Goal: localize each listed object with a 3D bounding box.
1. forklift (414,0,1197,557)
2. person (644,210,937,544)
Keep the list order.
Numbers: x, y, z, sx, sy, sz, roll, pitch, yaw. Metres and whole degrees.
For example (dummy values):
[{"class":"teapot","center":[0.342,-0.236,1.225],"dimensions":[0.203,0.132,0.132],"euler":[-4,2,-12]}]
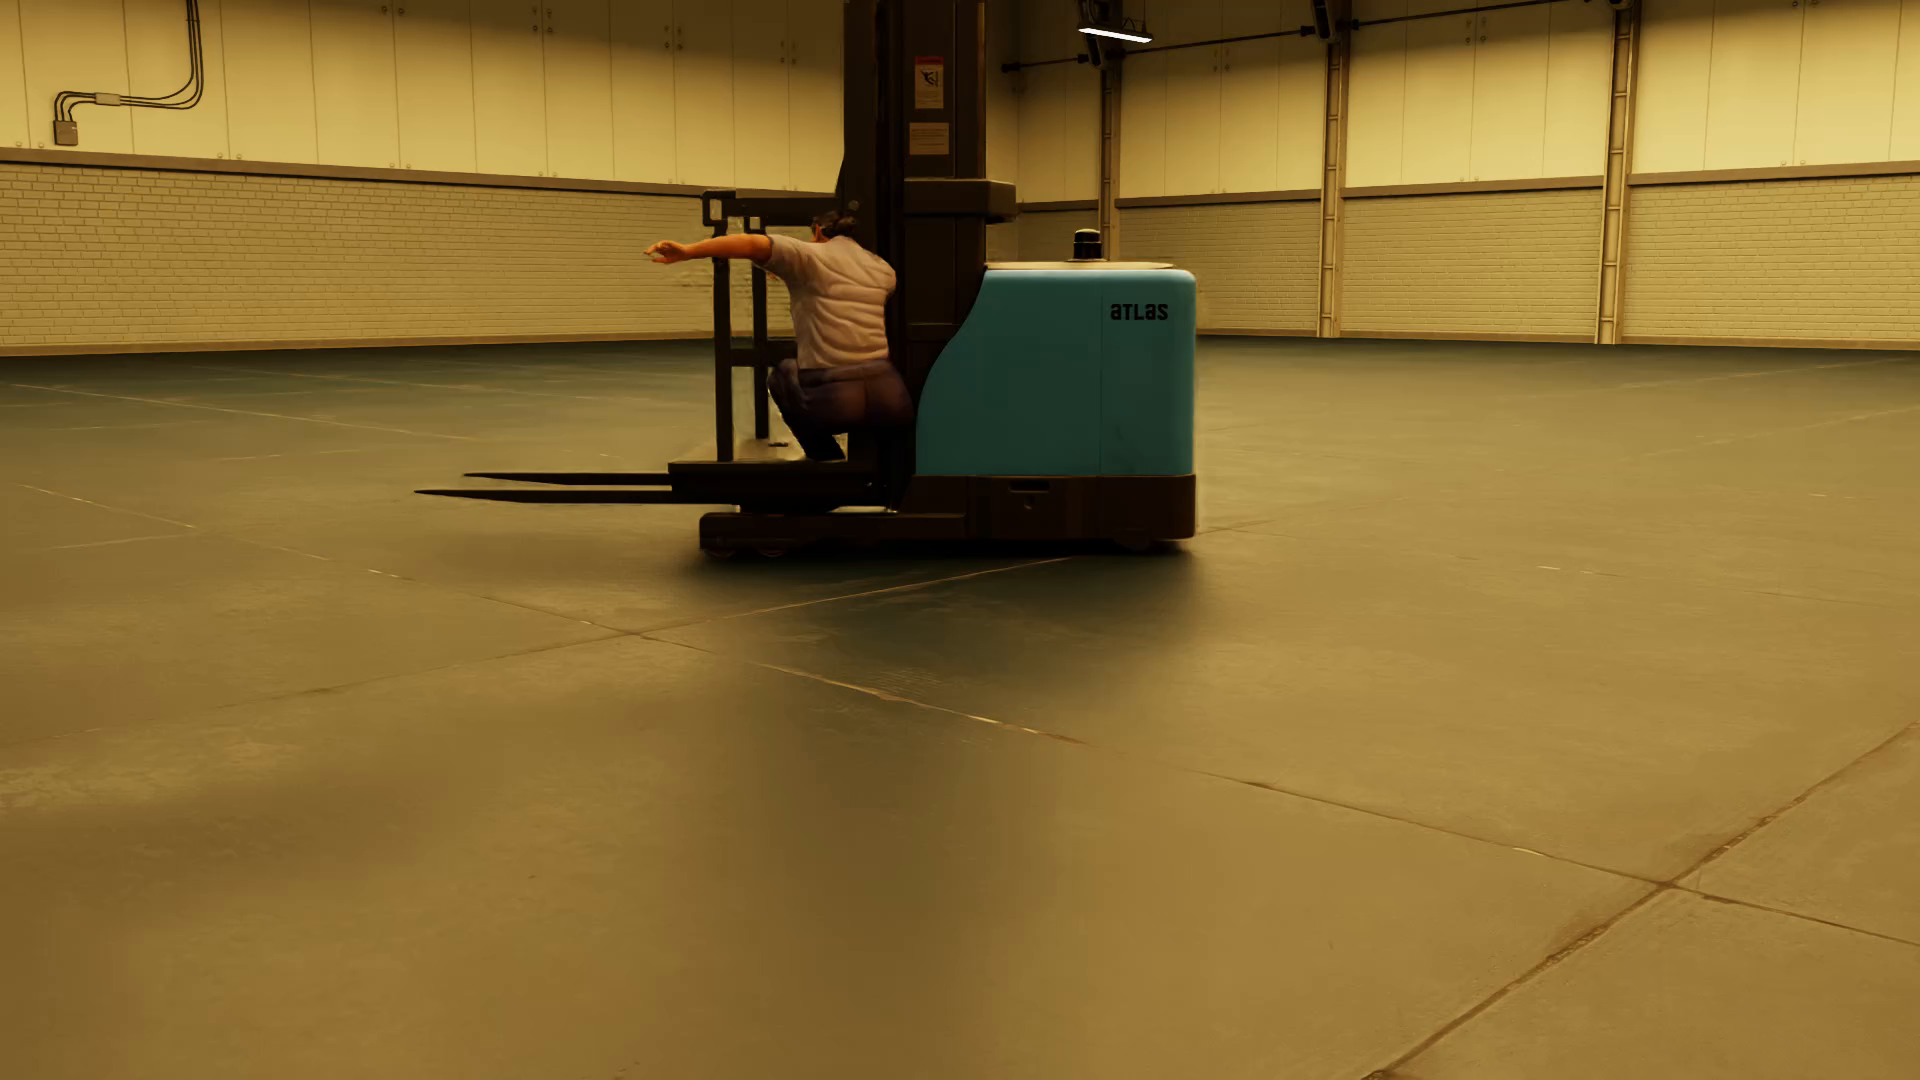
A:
[{"class":"forklift","center":[-0.608,-1.463,6.590],"dimensions":[3.031,2.935,1.130],"euler":[0,9,1]},{"class":"person","center":[-0.597,-0.566,6.147],"dimensions":[1.286,1.344,0.709],"euler":[-4,10,-26]}]
